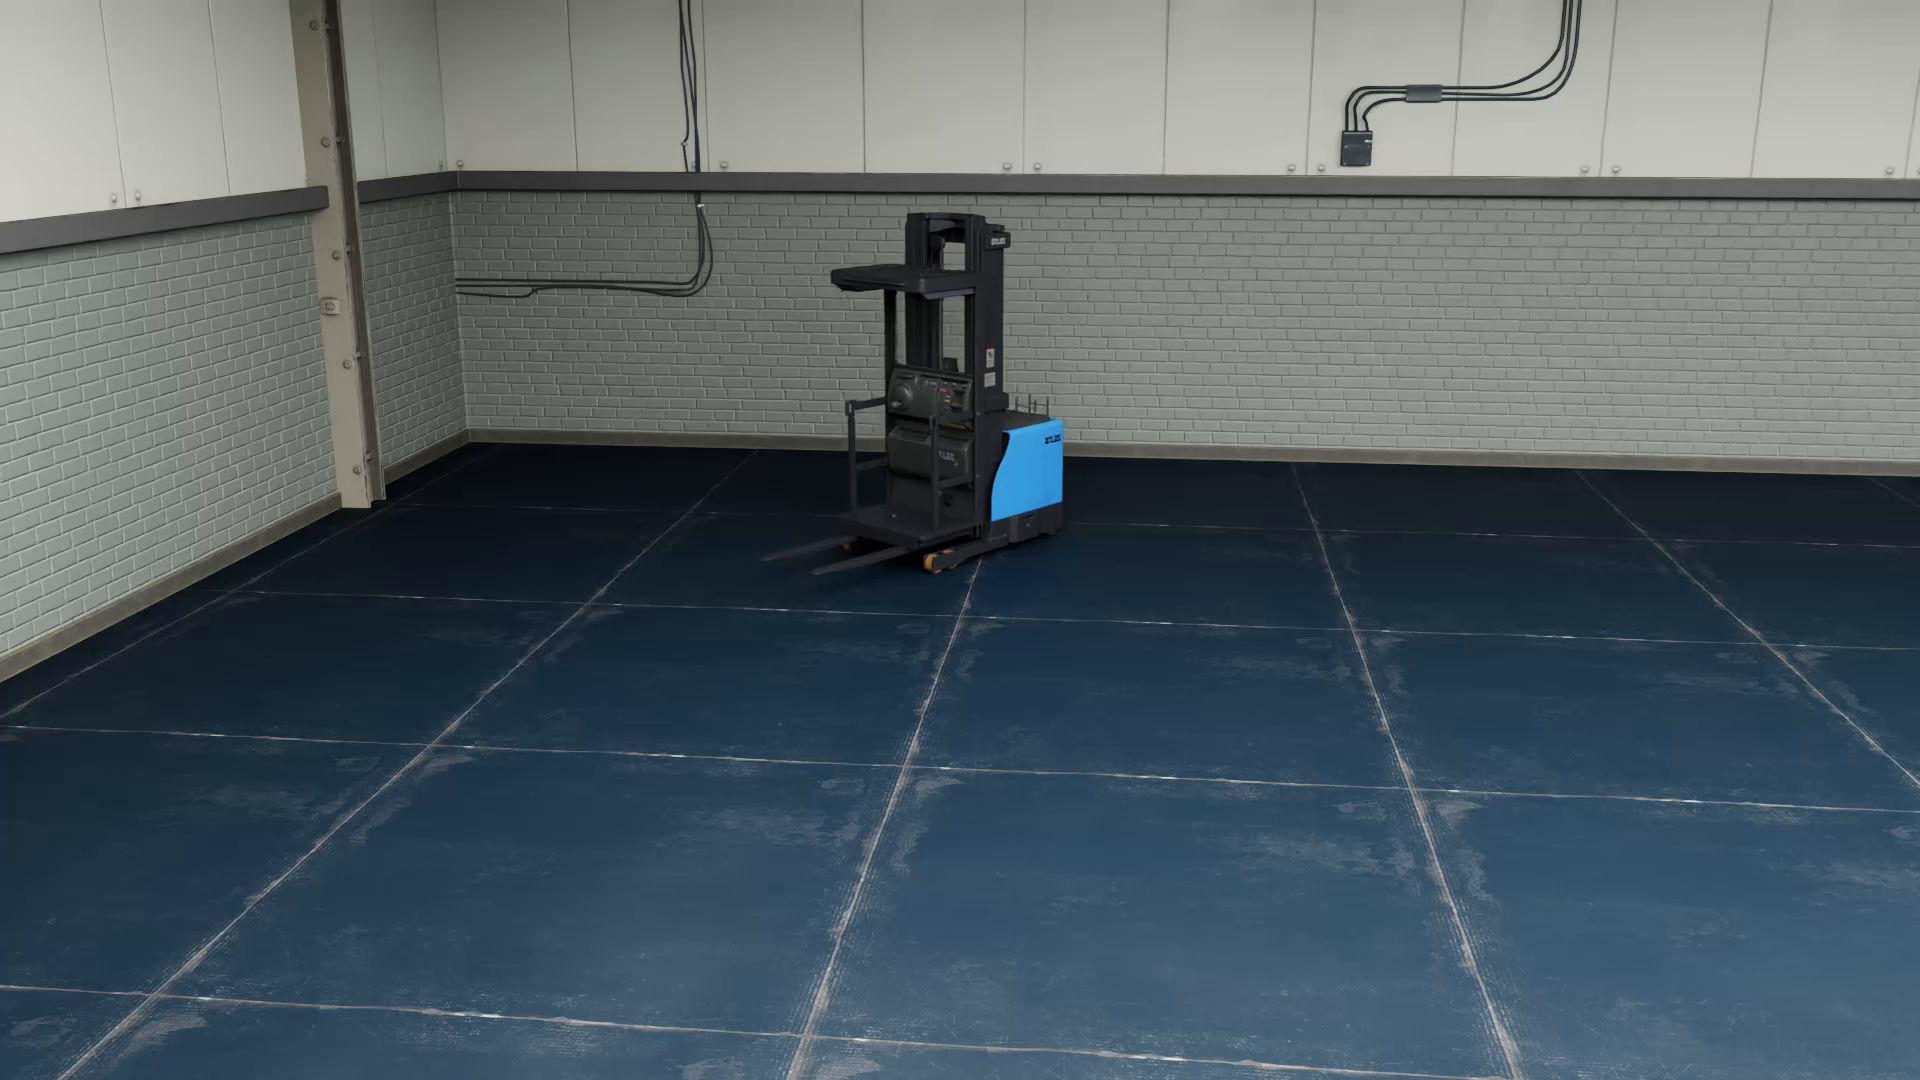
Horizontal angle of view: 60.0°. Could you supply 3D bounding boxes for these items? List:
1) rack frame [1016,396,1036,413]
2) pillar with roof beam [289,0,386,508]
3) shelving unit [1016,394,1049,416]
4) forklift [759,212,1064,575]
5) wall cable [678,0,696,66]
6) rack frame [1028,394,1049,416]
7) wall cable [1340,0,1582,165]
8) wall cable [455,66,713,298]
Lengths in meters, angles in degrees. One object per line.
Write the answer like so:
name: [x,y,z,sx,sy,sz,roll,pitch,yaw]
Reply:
rack frame: [0.612,-0.740,15.600,0.240,1.200,0.006,13,20,40]
pillar with roof beam: [-1.658,-4.587,14.885,9.100,9.000,0.400,2,15,6]
shelving unit: [0.674,-0.758,15.666,0.258,1.200,0.189,13,20,40]
forklift: [-0.401,-1.278,14.274,1.130,2.935,3.031,13,20,40]
wall cable: [-1.601,-6.298,17.487,3.097,2.526,0.112,2,15,6]
rack frame: [0.735,-0.776,15.731,0.240,1.200,0.006,13,20,40]
wall cable: [5.142,-6.797,16.542,2.305,6.003,0.169,2,15,6]
wall cable: [-4.289,-3.940,18.441,3.097,2.526,0.112,2,15,6]
